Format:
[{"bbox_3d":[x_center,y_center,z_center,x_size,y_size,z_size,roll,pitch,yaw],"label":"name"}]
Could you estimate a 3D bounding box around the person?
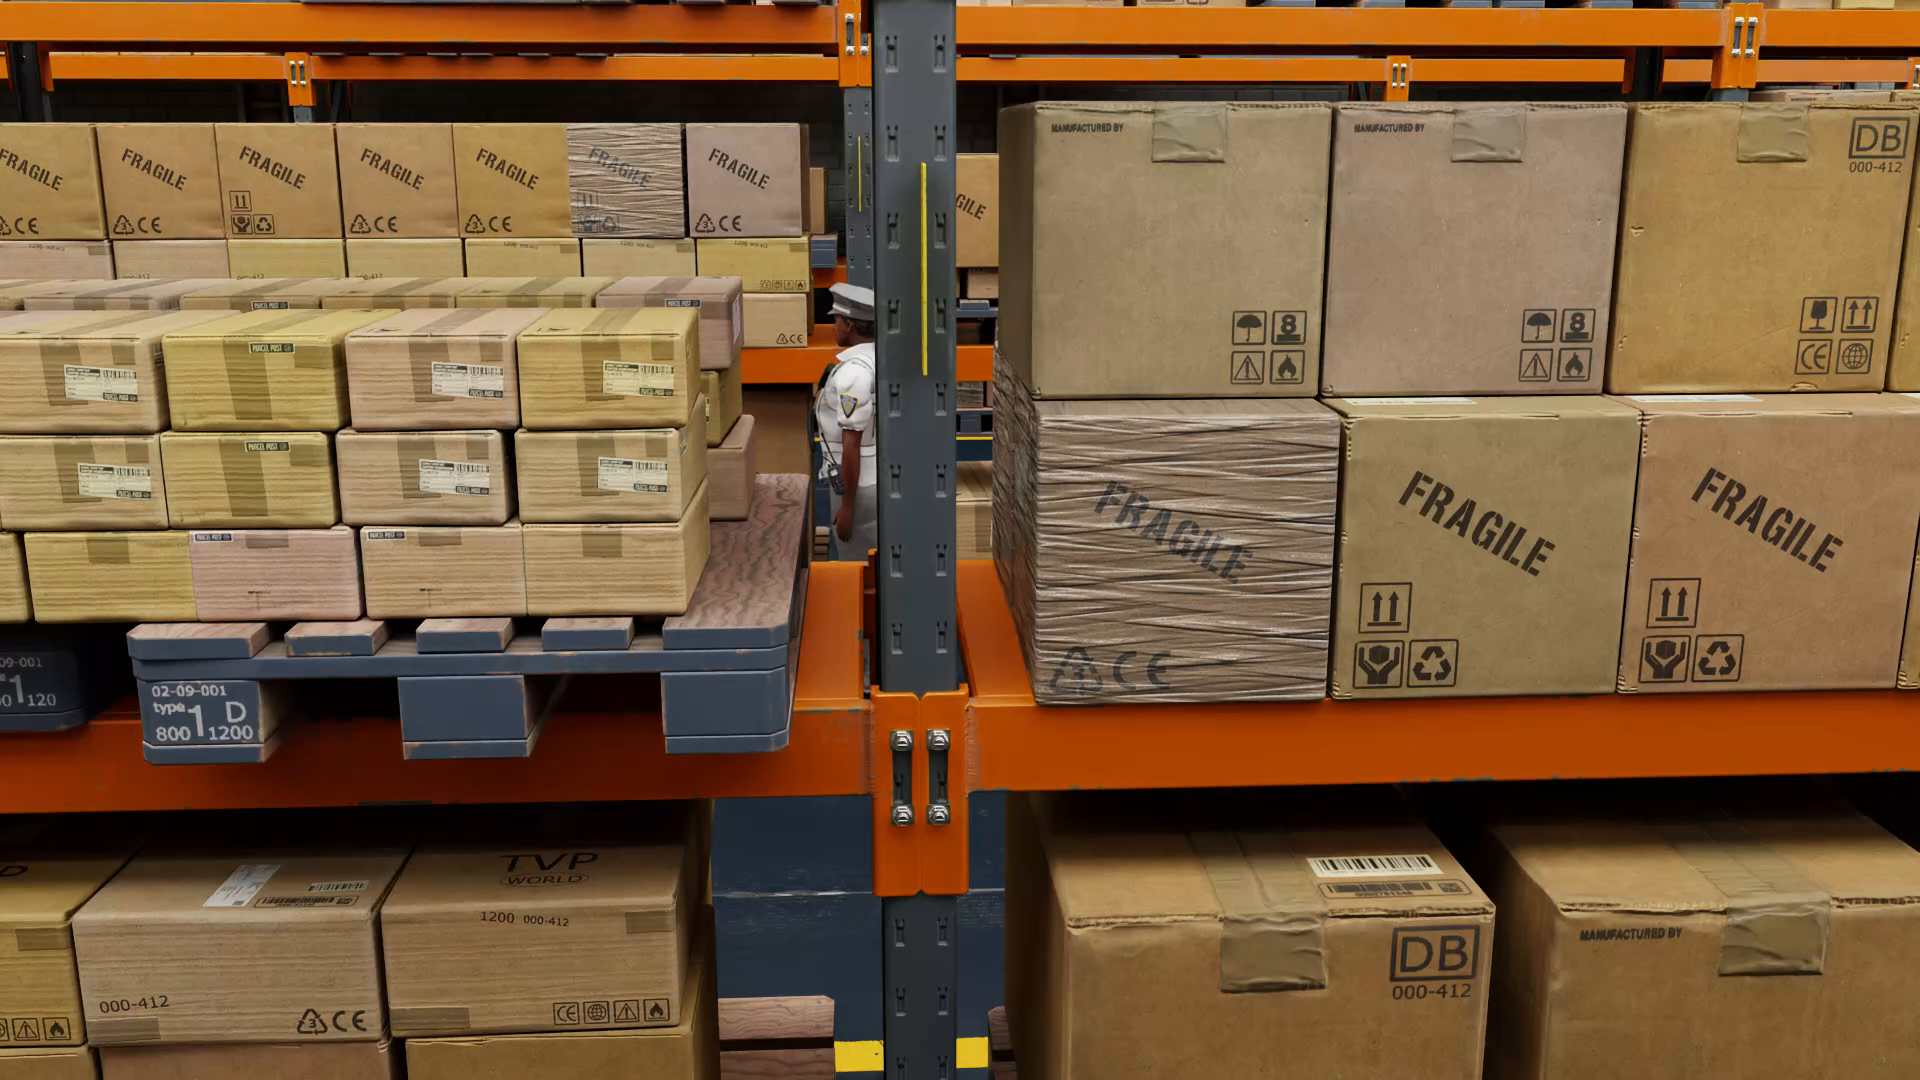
[{"bbox_3d":[-0.475,-0.208,6.791,0.551,1.674,0.451,4,14,17],"label":"person"}]
